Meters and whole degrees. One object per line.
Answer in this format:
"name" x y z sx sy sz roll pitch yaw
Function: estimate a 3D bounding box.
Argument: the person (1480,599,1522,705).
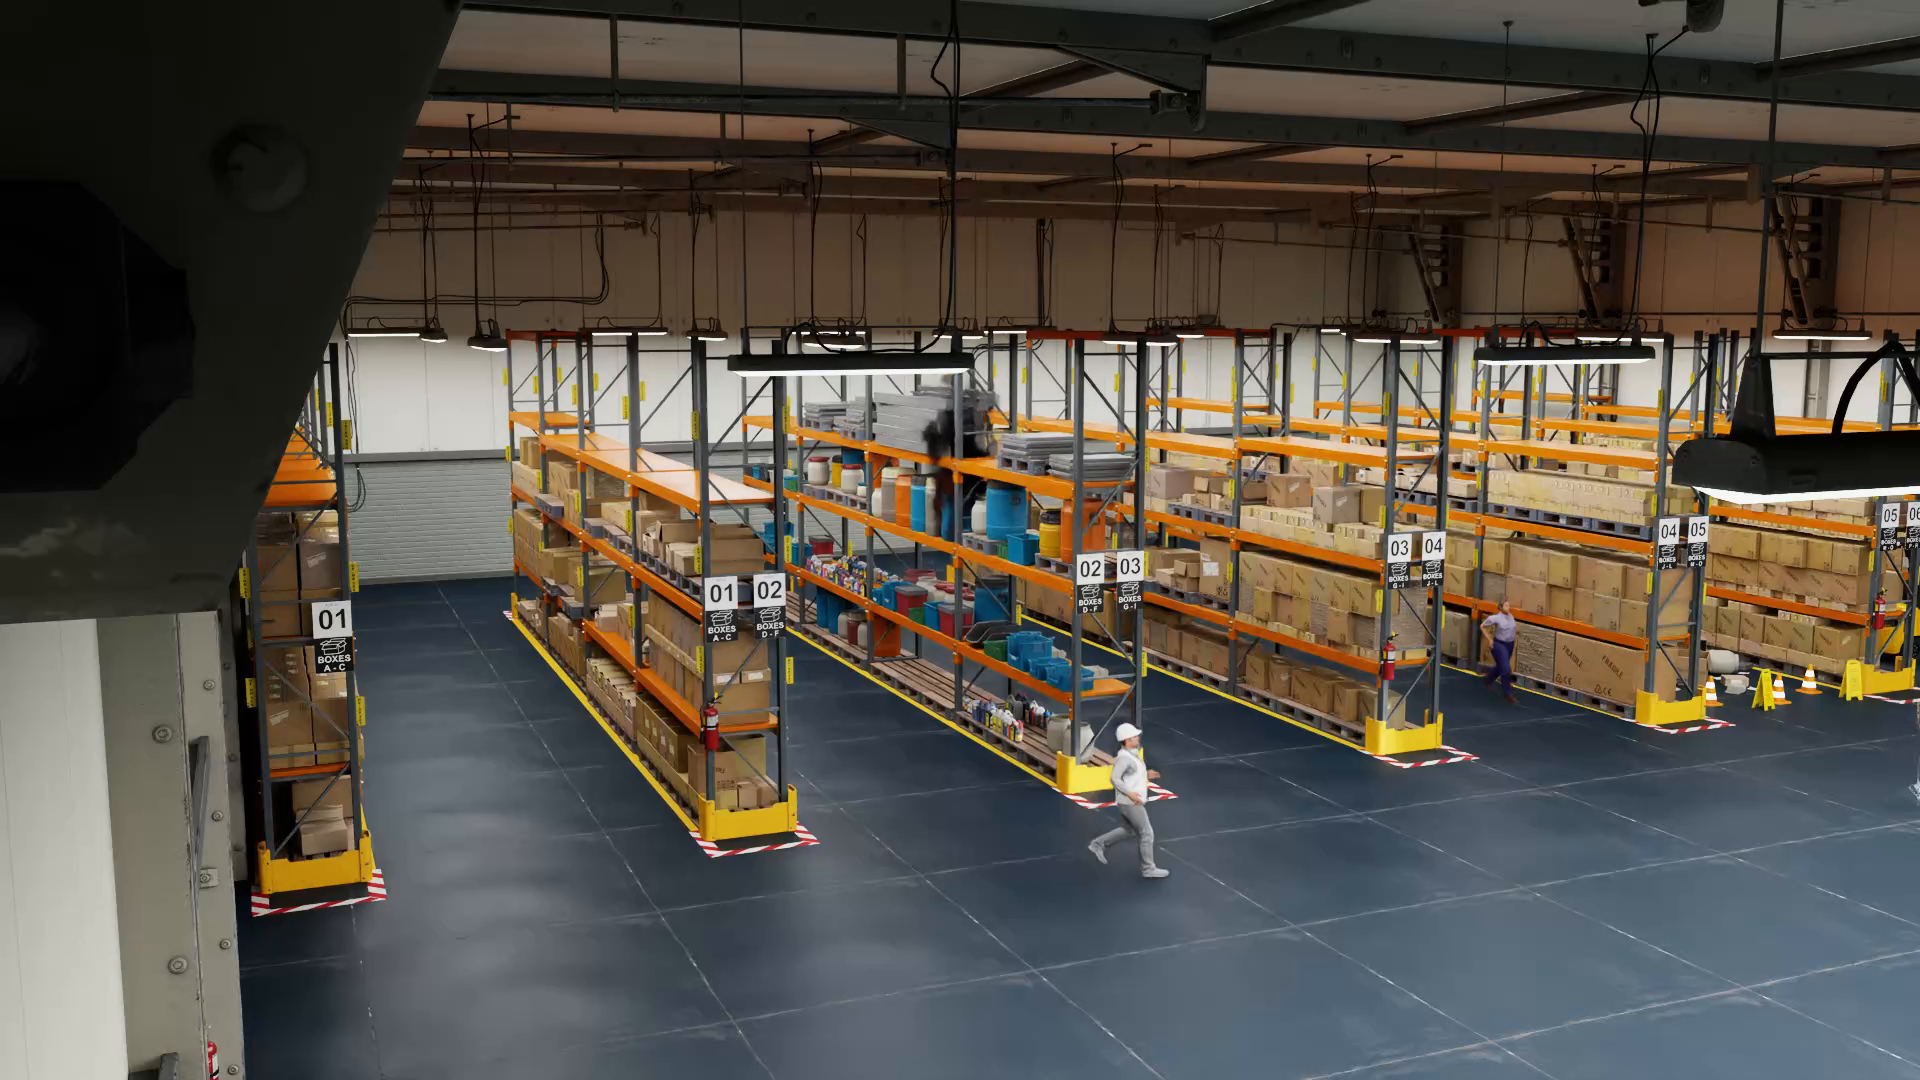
"person" 8.905 1.796 27.310 0.594 1.671 0.895 -5 9 -33

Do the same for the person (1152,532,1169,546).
"person" 5.122 -0.080 42.151 0.538 1.374 0.527 -3 8 -21

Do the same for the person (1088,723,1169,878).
"person" 1.902 2.923 18.705 0.919 1.750 0.667 1 8 6
